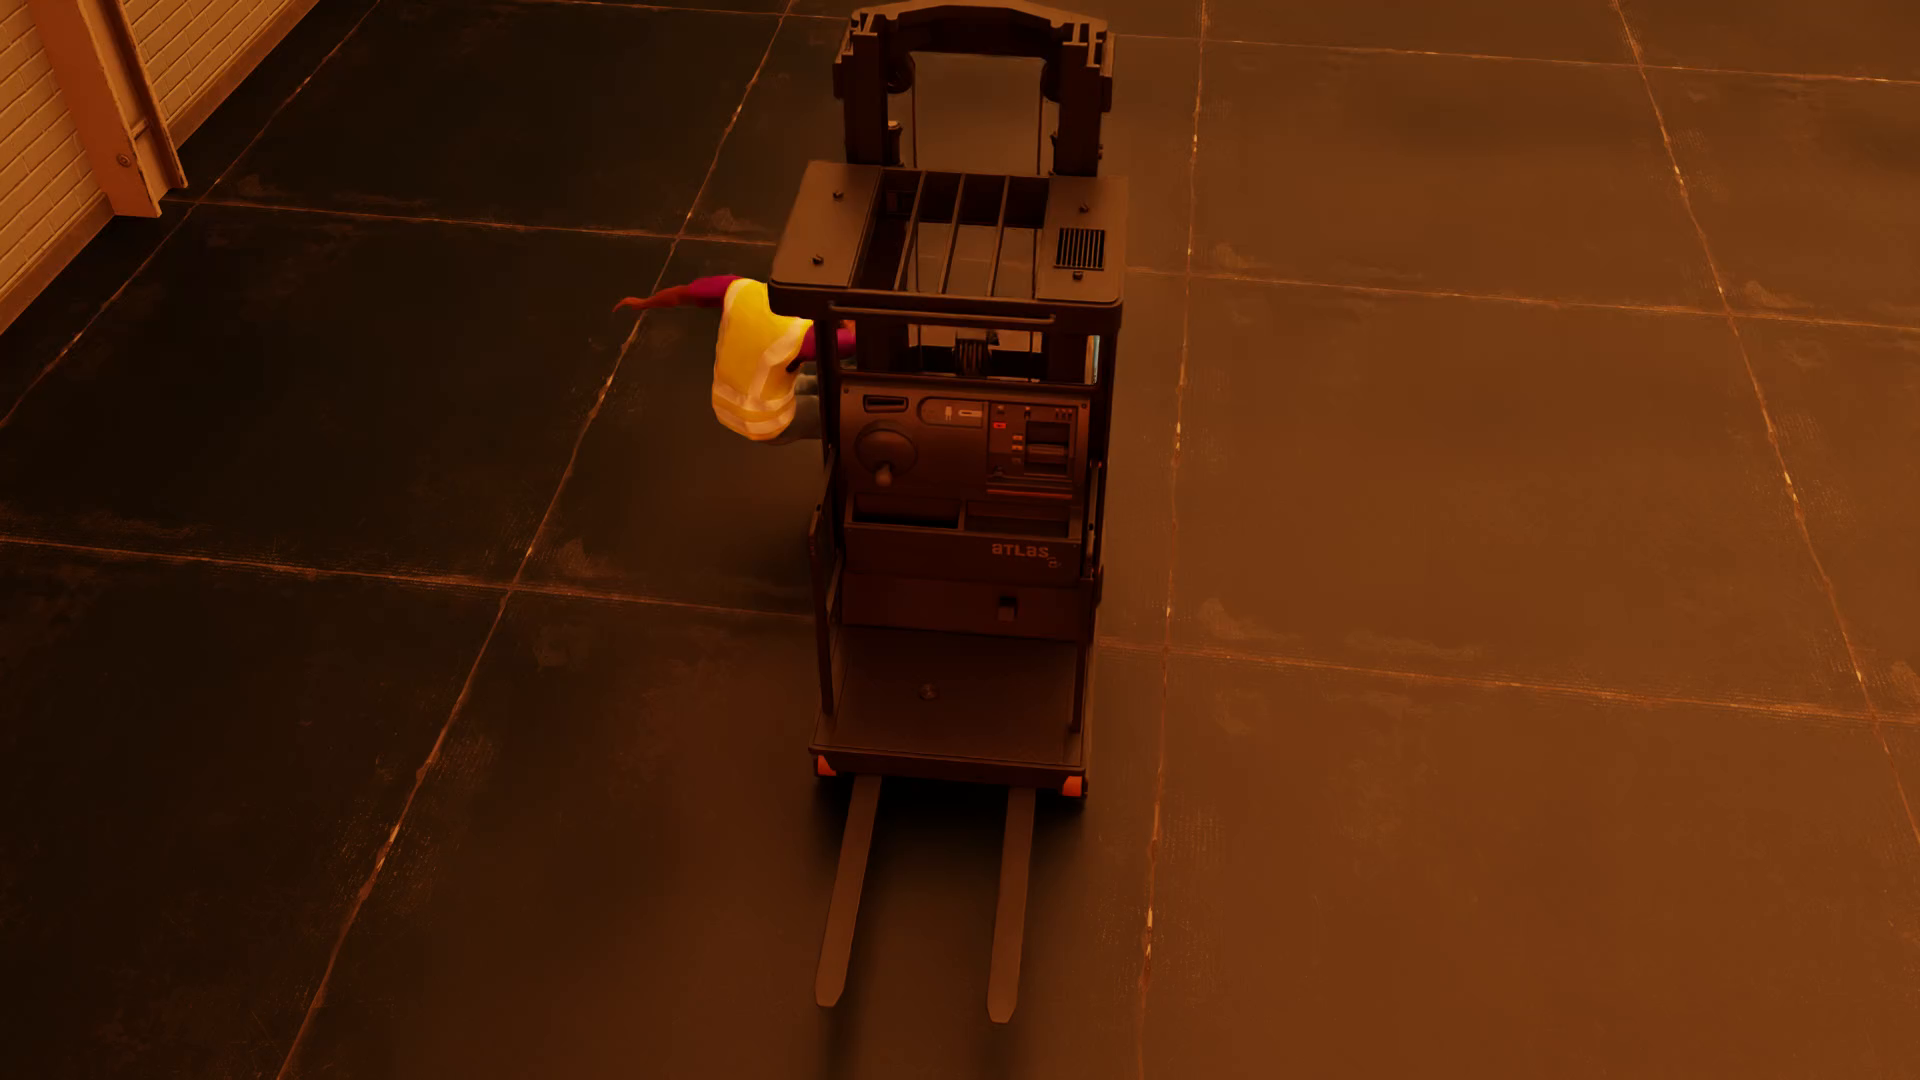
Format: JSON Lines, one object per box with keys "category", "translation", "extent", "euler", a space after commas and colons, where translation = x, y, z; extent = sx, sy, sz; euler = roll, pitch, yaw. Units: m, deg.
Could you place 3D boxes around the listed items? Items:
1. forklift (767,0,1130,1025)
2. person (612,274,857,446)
{"category": "forklift", "translation": [-0.006, -0.286, 6.036], "extent": [1.130, 2.935, 3.031], "euler": [4, 43, 4]}
{"category": "person", "translation": [-0.860, -0.827, 7.768], "extent": [1.230, 1.458, 0.943], "euler": [33, 52, 30]}
